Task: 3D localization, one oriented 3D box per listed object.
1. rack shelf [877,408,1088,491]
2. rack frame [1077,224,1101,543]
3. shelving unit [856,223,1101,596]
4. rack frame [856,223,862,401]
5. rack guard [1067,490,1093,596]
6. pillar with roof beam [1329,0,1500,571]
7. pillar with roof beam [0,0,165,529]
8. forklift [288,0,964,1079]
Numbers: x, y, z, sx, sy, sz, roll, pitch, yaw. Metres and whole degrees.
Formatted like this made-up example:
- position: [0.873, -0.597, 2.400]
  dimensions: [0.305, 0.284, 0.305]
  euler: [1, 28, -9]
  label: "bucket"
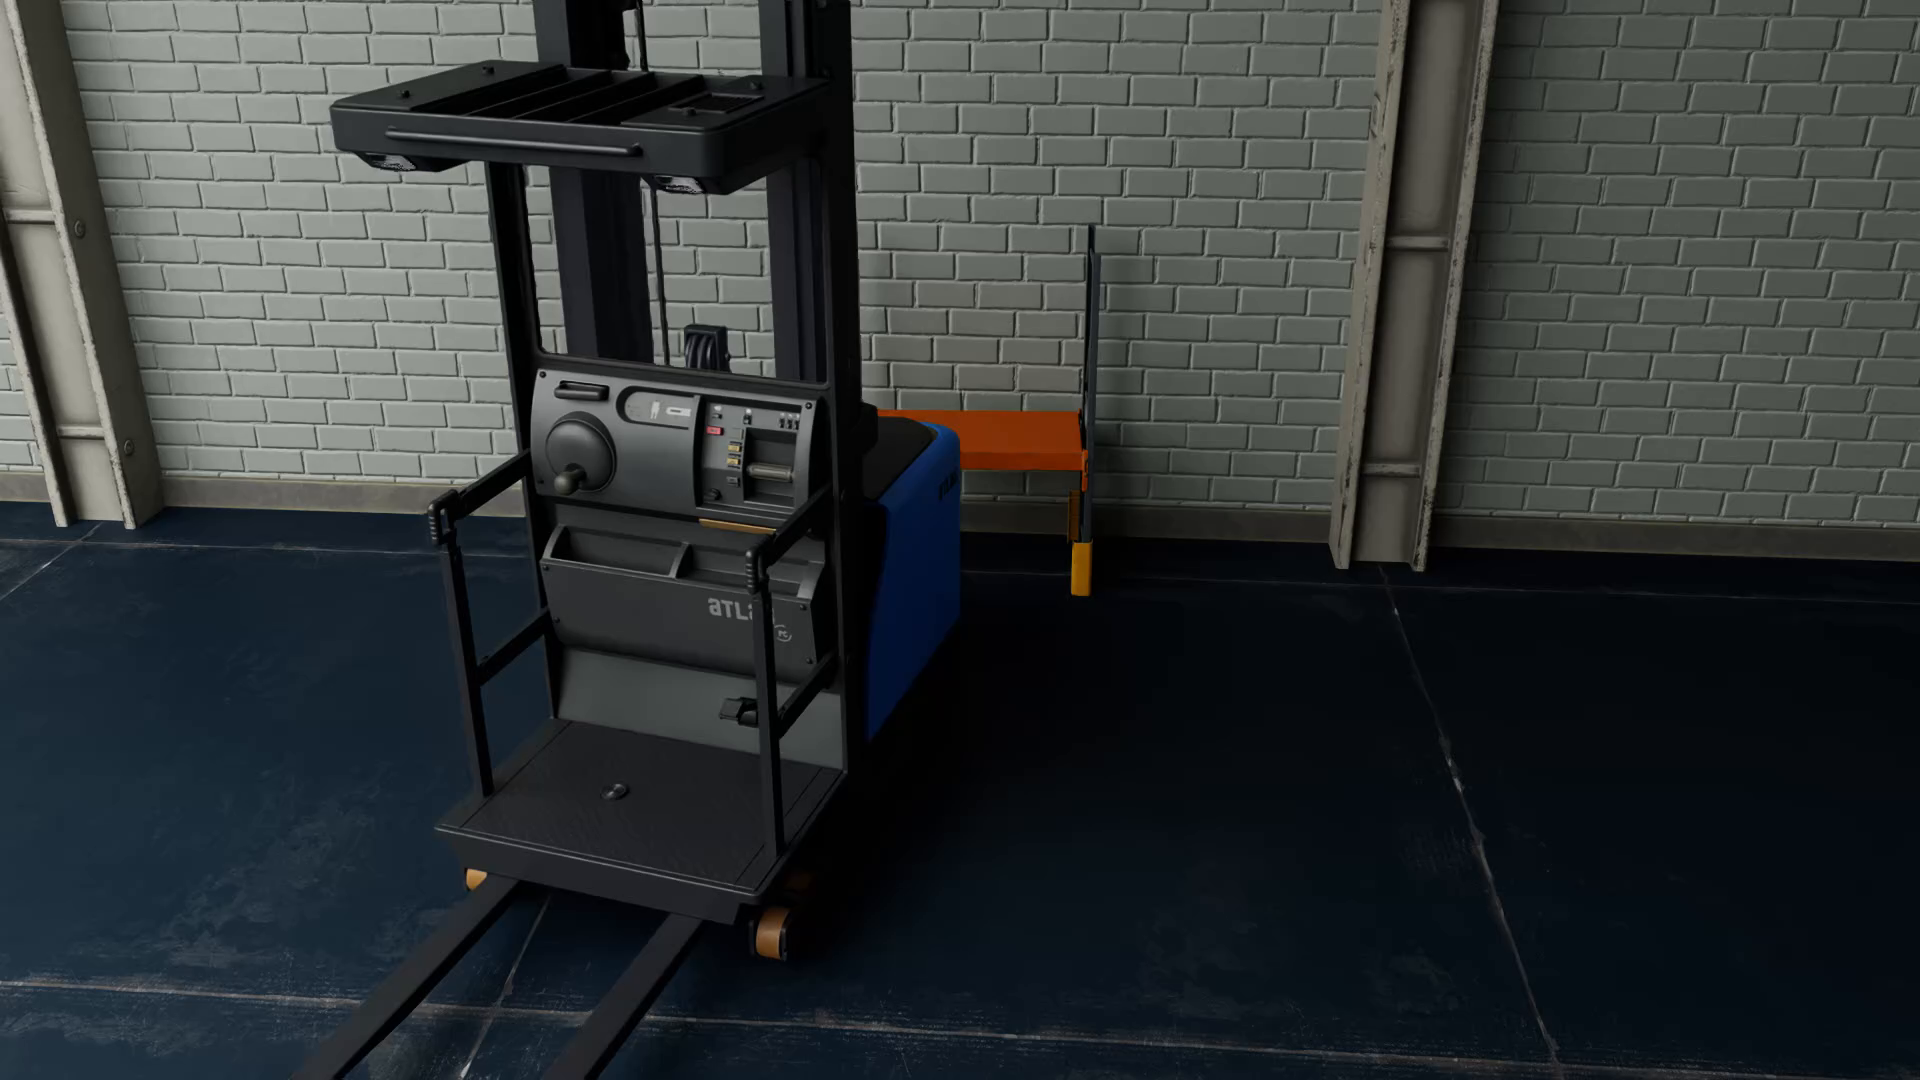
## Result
- position: [0.046, -0.403, 7.263]
  dimensions: [1.000, 0.185, 0.538]
  euler: [1, 25, 1]
  label: "rack shelf"
- position: [0.554, -0.561, 7.175]
  dimensions: [0.032, 1.500, 0.500]
  euler: [1, 25, 1]
  label: "rack frame"
- position: [0.037, -0.567, 7.188]
  dimensions: [1.083, 1.500, 0.587]
  euler: [1, 25, 1]
  label: "shelving unit"
- position: [-0.462, -0.572, 7.200]
  dimensions: [0.032, 1.500, 0.500]
  euler: [1, 25, 1]
  label: "rack frame"
- position: [0.535, 0.007, 7.437]
  dimensions: [0.087, 0.250, 0.587]
  euler: [1, 25, 1]
  label: "rack guard"
- position: [1.571, -2.224, 1.818]
  dimensions: [0.400, 9.000, 9.100]
  euler: [2, 25, 4]
  label: "pillar with roof beam"
- position: [-4.411, -2.416, 2.235]
  dimensions: [0.400, 9.000, 9.100]
  euler: [2, 25, 4]
  label: "pillar with roof beam"
- position: [-0.931, -0.258, 4.804]
  dimensions: [1.130, 2.935, 3.031]
  euler: [8, 26, 17]
  label: "forklift"
